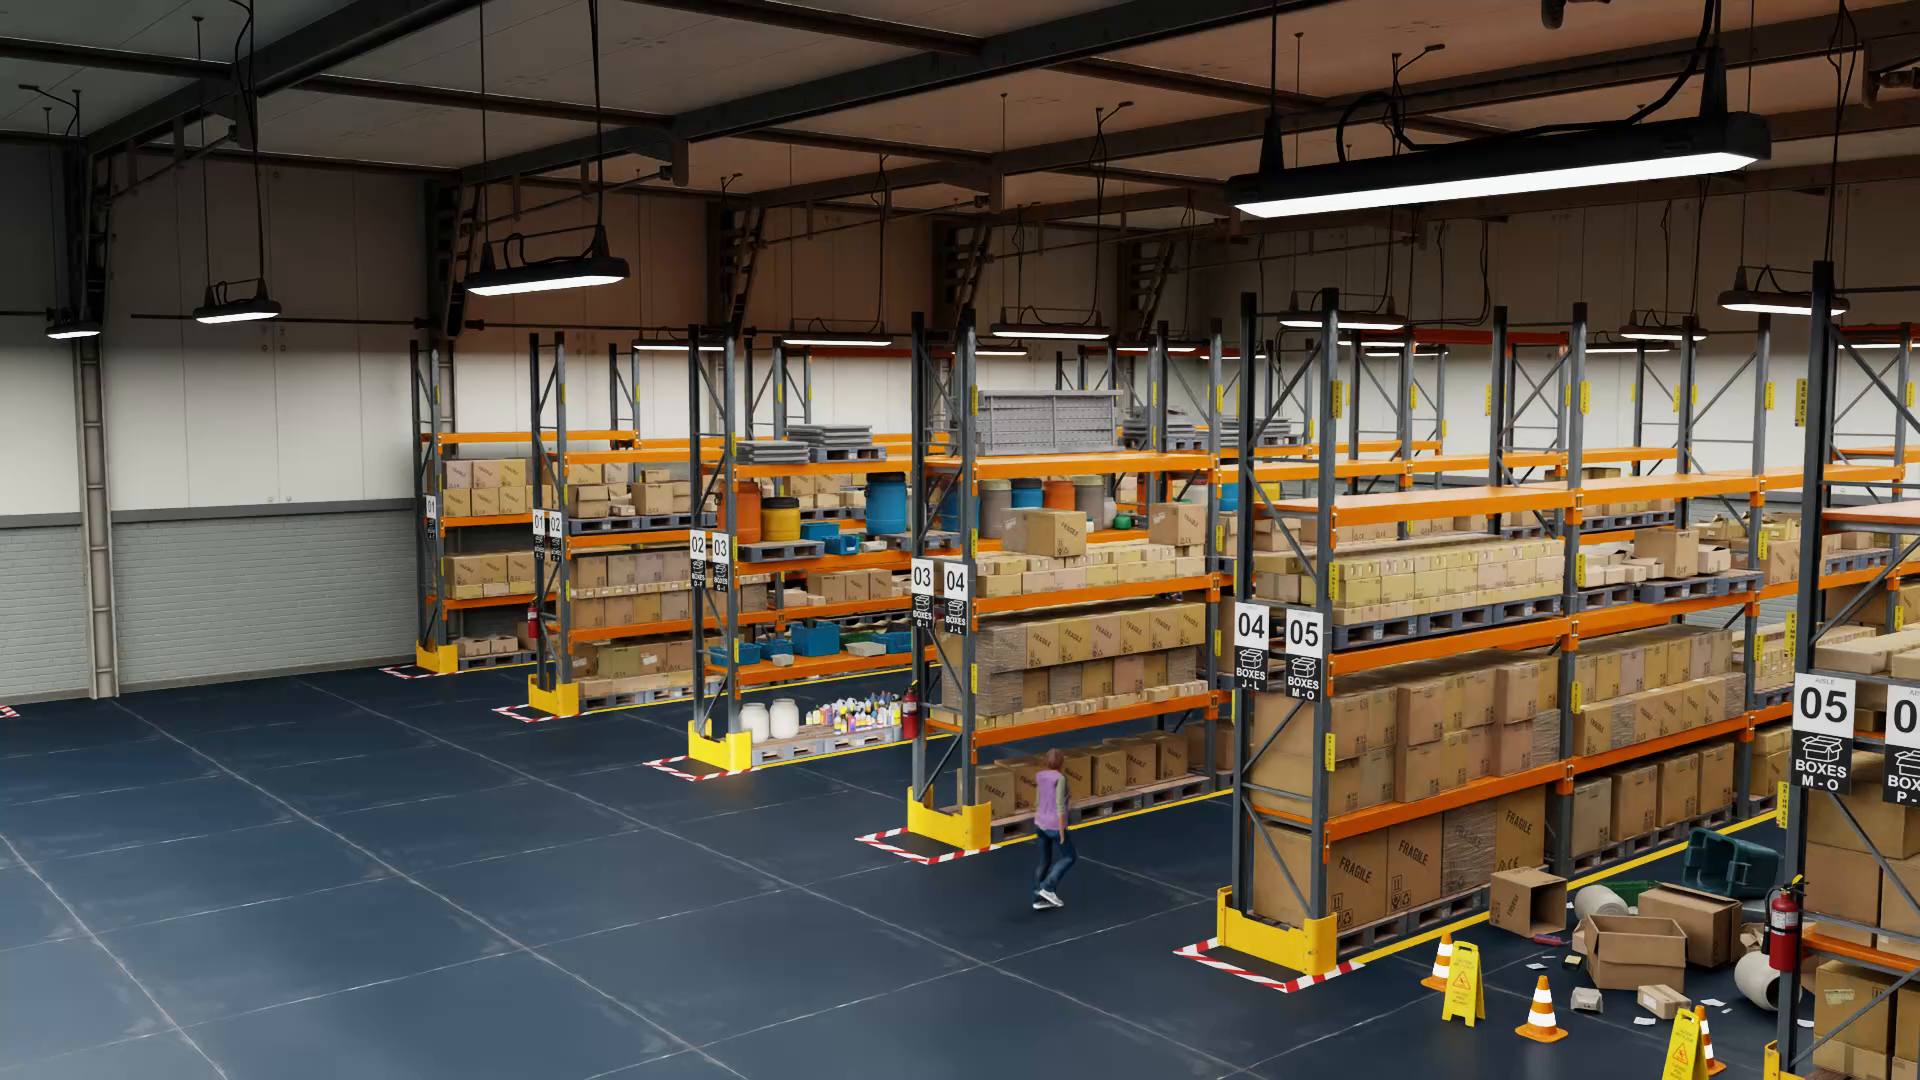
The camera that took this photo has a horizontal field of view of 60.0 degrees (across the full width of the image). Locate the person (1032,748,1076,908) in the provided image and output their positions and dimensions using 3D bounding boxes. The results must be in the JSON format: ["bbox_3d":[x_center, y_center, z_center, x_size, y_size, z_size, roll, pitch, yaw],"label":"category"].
[{"bbox_3d":[0.896,2.846,16.425,0.441,1.586,0.456,-3,6,-33],"label":"person"}]

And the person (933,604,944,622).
[{"bbox_3d":[-0.526,1.079,34.677,1.098,1.731,0.557,-5,7,-43],"label":"person"}]
